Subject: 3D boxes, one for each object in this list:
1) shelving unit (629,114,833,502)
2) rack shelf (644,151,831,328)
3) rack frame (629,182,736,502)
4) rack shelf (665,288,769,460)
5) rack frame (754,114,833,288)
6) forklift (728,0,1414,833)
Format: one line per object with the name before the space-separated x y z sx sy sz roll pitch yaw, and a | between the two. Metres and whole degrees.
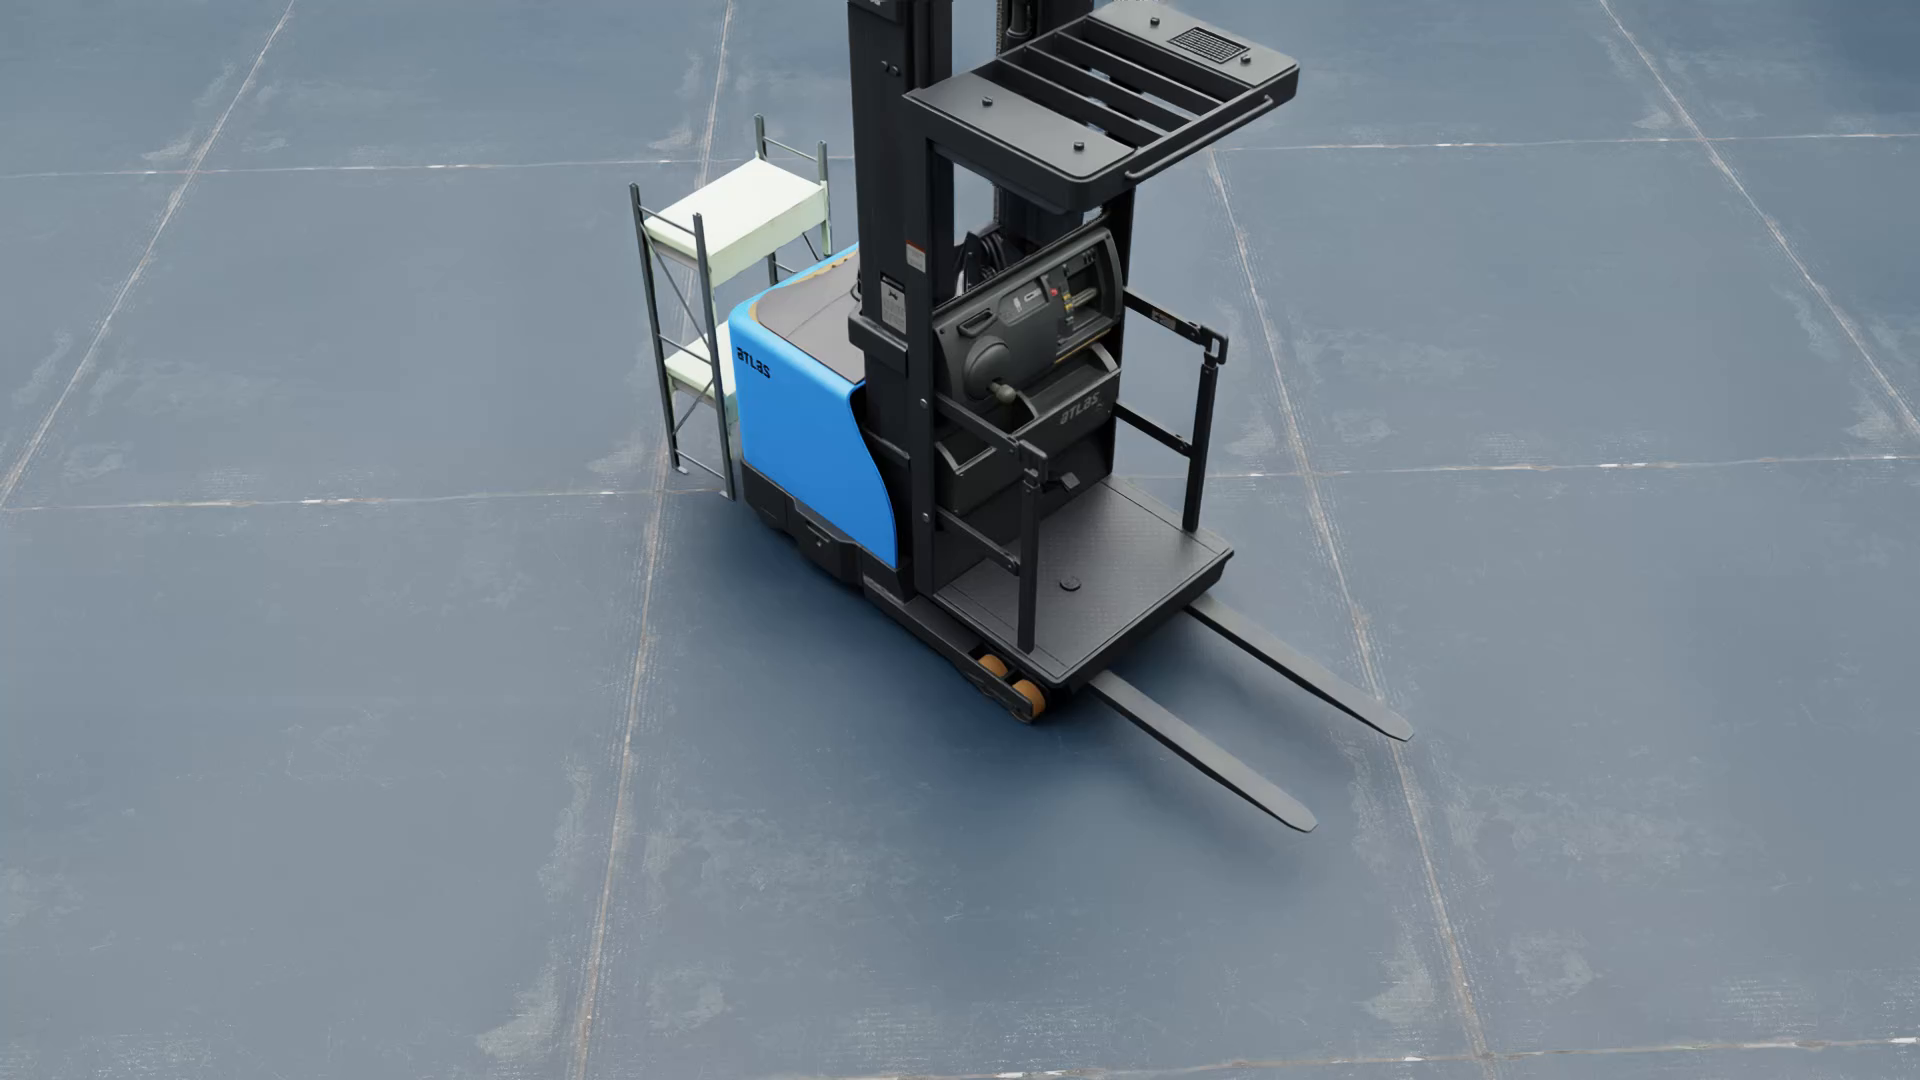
shelving unit | -0.955 -1.009 7.391 0.431 1.500 0.755 29 50 27
rack shelf | -0.955 -1.297 7.127 0.431 0.370 0.720 29 50 27
rack frame | -1.185 -0.817 7.180 0.400 1.500 0.023 29 50 27
rack shelf | -0.956 -0.769 7.611 0.431 0.370 0.720 29 50 27
rack frame | -0.726 -1.202 7.601 0.400 1.500 0.023 29 50 27
forklift | 0.417 -0.757 6.057 1.130 2.935 3.031 -34 52 -31
